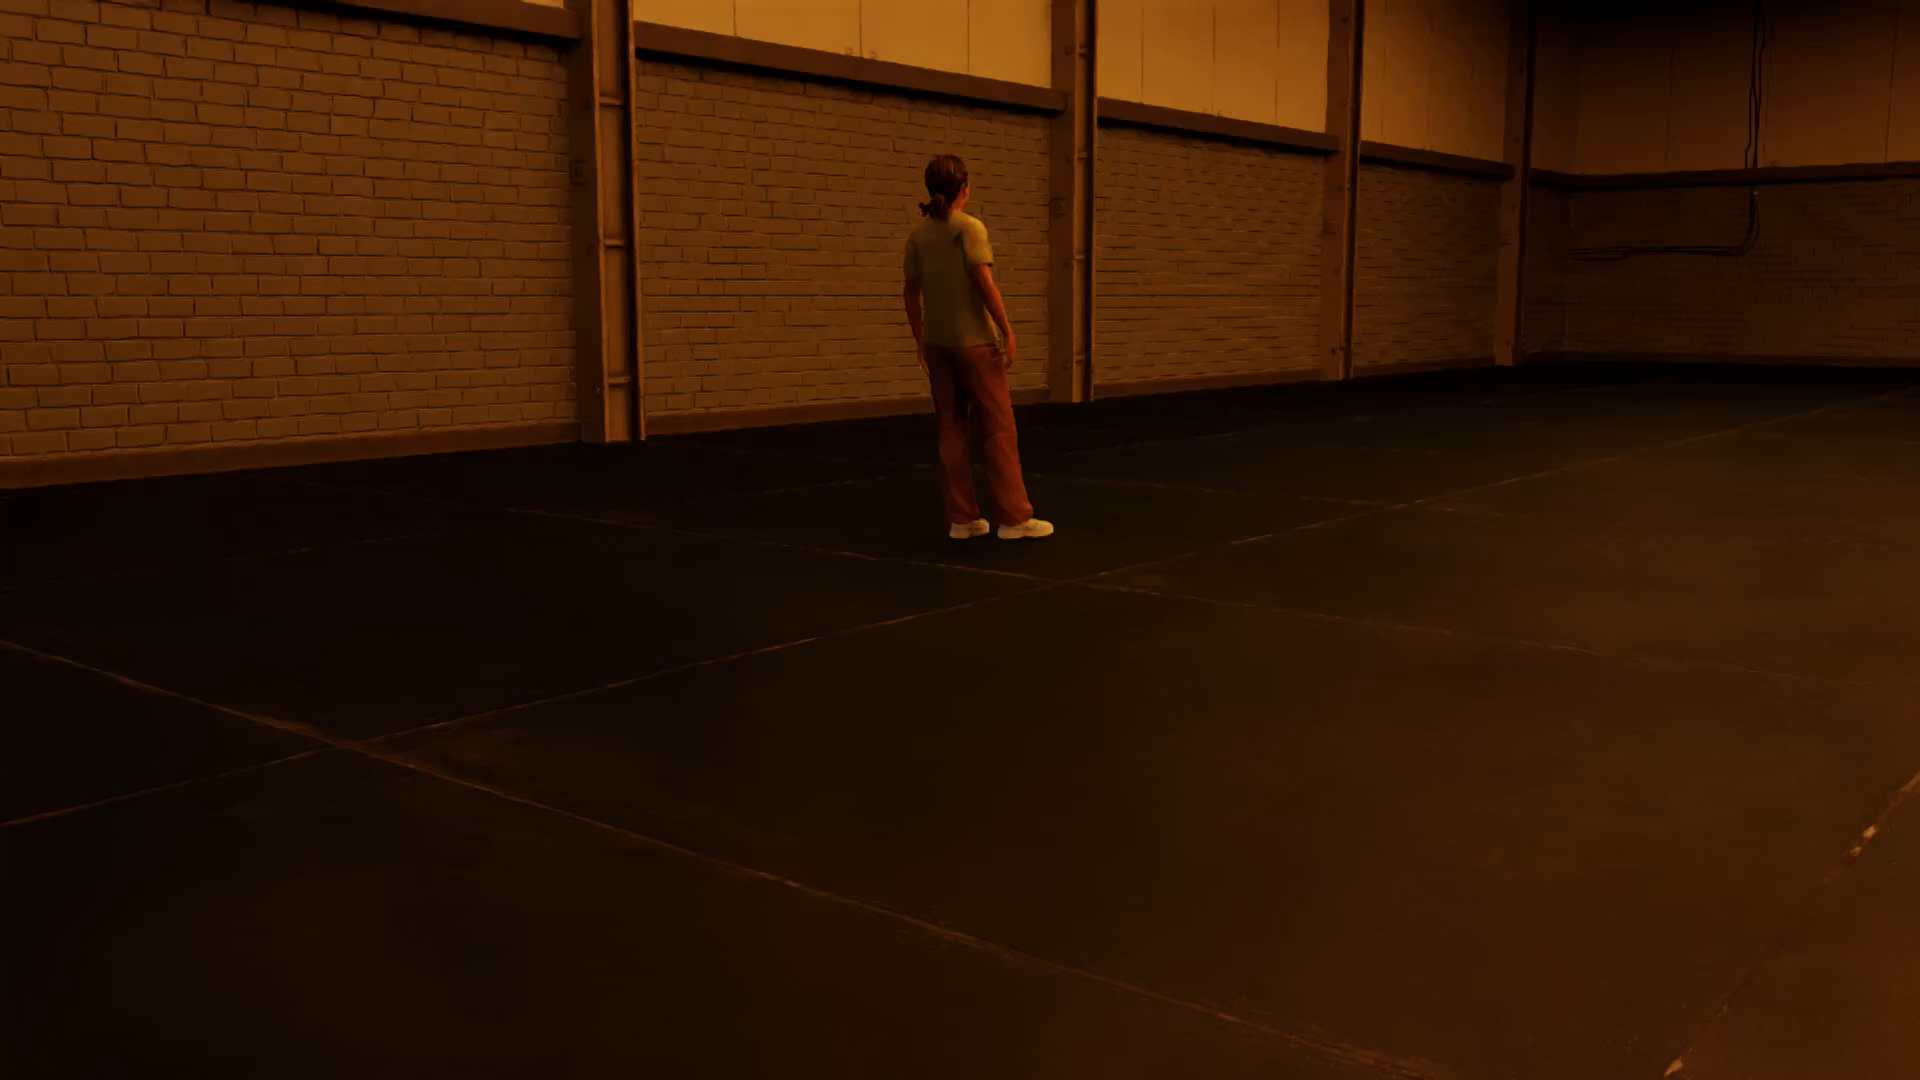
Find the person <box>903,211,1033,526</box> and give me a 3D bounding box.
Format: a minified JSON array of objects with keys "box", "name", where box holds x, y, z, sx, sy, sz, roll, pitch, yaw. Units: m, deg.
[{"box":[0.023,-0.749,7.314,0.521,1.362,0.395,7,11,38],"name":"person"}]
